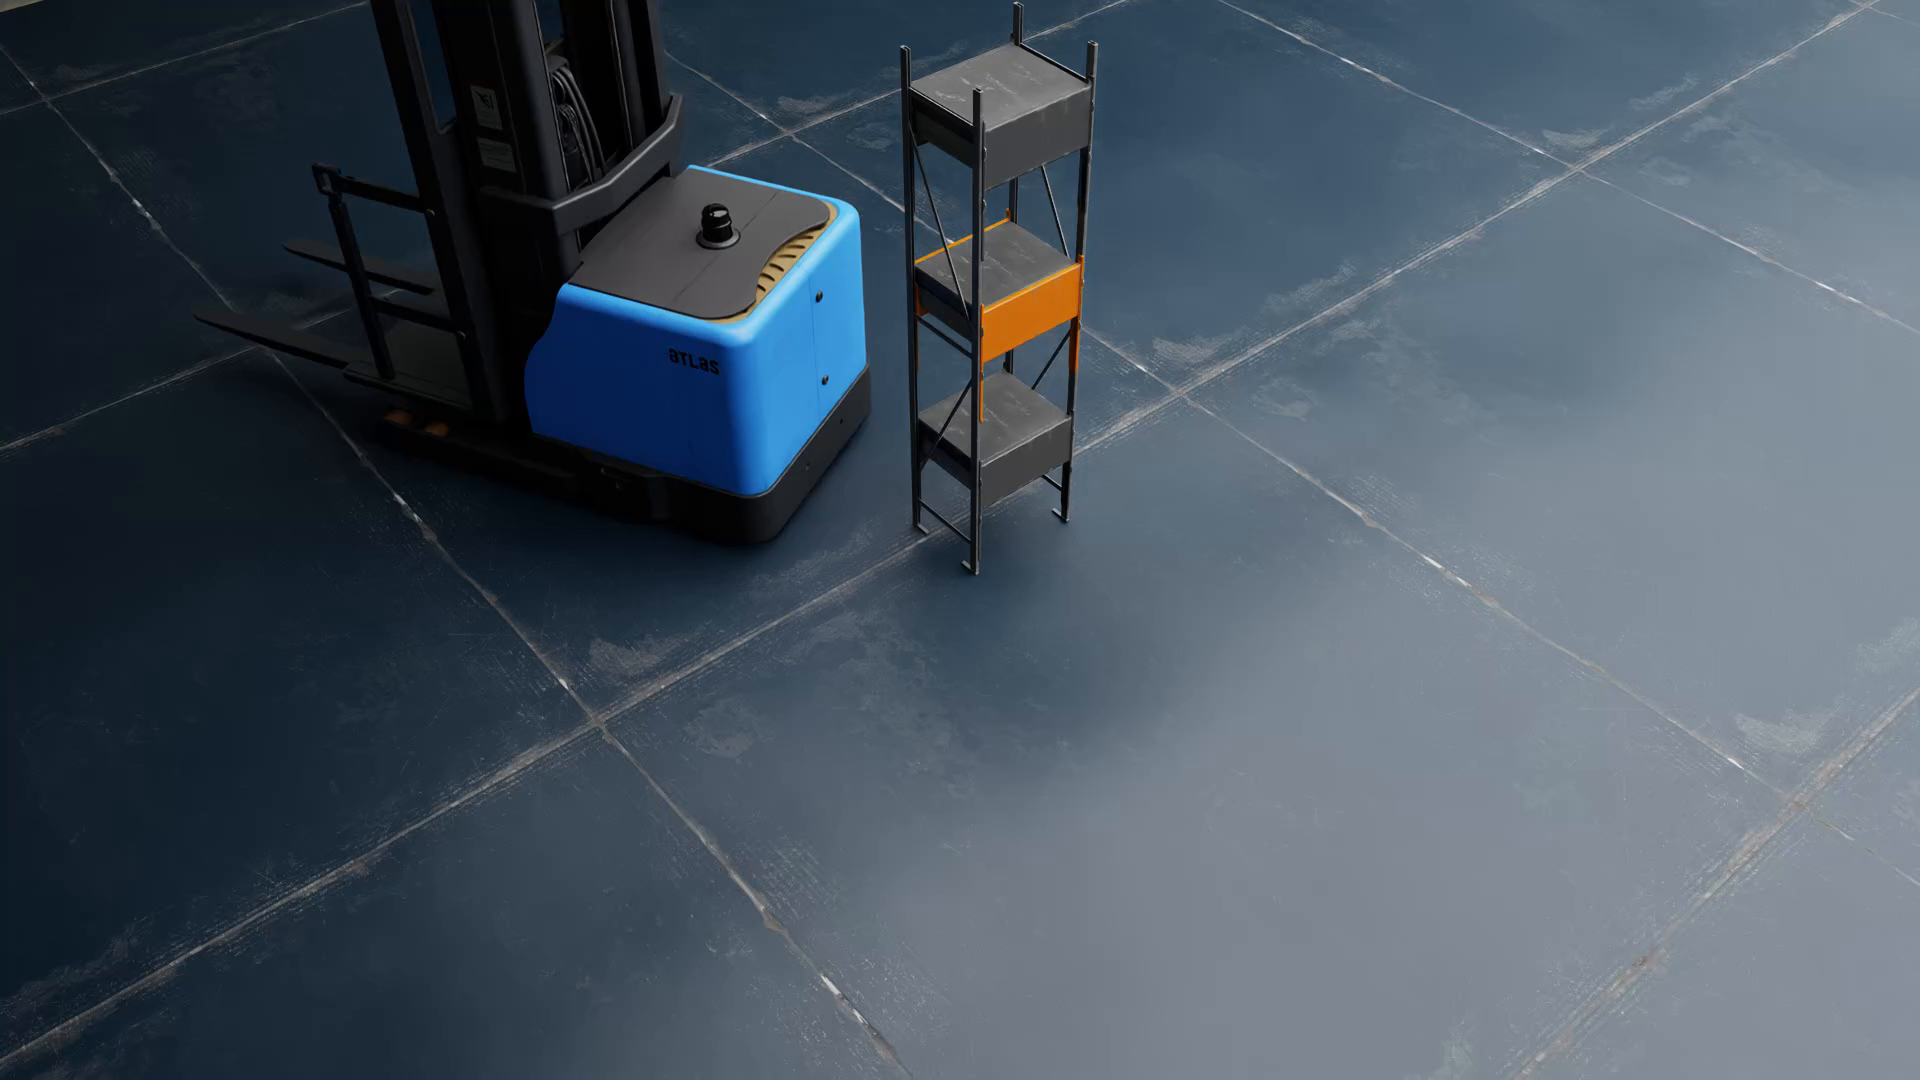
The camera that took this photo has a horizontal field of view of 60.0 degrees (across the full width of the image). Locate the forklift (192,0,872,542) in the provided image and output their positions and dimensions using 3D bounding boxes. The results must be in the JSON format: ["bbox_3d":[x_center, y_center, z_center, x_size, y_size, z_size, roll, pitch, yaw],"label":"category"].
[{"bbox_3d":[-1.950,-1.724,6.445,3.031,2.935,1.130,17,46,17],"label":"forklift"}]

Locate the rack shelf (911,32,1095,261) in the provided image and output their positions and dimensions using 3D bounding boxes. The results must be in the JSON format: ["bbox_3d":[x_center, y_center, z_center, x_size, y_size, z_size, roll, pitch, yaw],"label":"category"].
[{"bbox_3d":[0.127,-1.338,5.639,0.480,0.518,0.431,-30,51,-28],"label":"rack shelf"}]

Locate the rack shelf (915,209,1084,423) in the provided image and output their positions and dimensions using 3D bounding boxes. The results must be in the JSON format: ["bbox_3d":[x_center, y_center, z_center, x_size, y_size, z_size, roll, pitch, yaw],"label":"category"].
[{"bbox_3d":[0.127,-0.828,6.118,0.480,0.518,0.431,-30,51,-28],"label":"rack shelf"}]

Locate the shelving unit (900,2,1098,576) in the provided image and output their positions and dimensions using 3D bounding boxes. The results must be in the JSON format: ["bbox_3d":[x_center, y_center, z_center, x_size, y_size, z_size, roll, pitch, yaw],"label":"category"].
[{"bbox_3d":[0.127,-0.838,6.109,0.503,2.100,0.431,-30,51,-28],"label":"shelving unit"}]

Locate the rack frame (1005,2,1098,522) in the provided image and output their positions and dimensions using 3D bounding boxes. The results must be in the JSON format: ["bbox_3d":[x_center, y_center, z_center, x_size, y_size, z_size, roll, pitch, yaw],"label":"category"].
[{"bbox_3d":[0.314,-0.945,6.223,0.015,2.100,0.400,-30,51,-28],"label":"rack frame"}]

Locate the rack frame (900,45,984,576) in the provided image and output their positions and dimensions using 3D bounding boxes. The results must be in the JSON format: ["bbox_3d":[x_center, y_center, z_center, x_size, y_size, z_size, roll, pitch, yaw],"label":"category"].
[{"bbox_3d":[-0.060,-0.731,5.994,0.015,2.100,0.400,-30,51,-28],"label":"rack frame"}]

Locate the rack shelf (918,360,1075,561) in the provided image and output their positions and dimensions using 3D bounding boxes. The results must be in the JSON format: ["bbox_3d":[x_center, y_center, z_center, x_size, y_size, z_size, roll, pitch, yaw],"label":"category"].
[{"bbox_3d":[0.127,-0.318,6.597,0.480,0.518,0.431,-30,51,-28],"label":"rack shelf"}]
